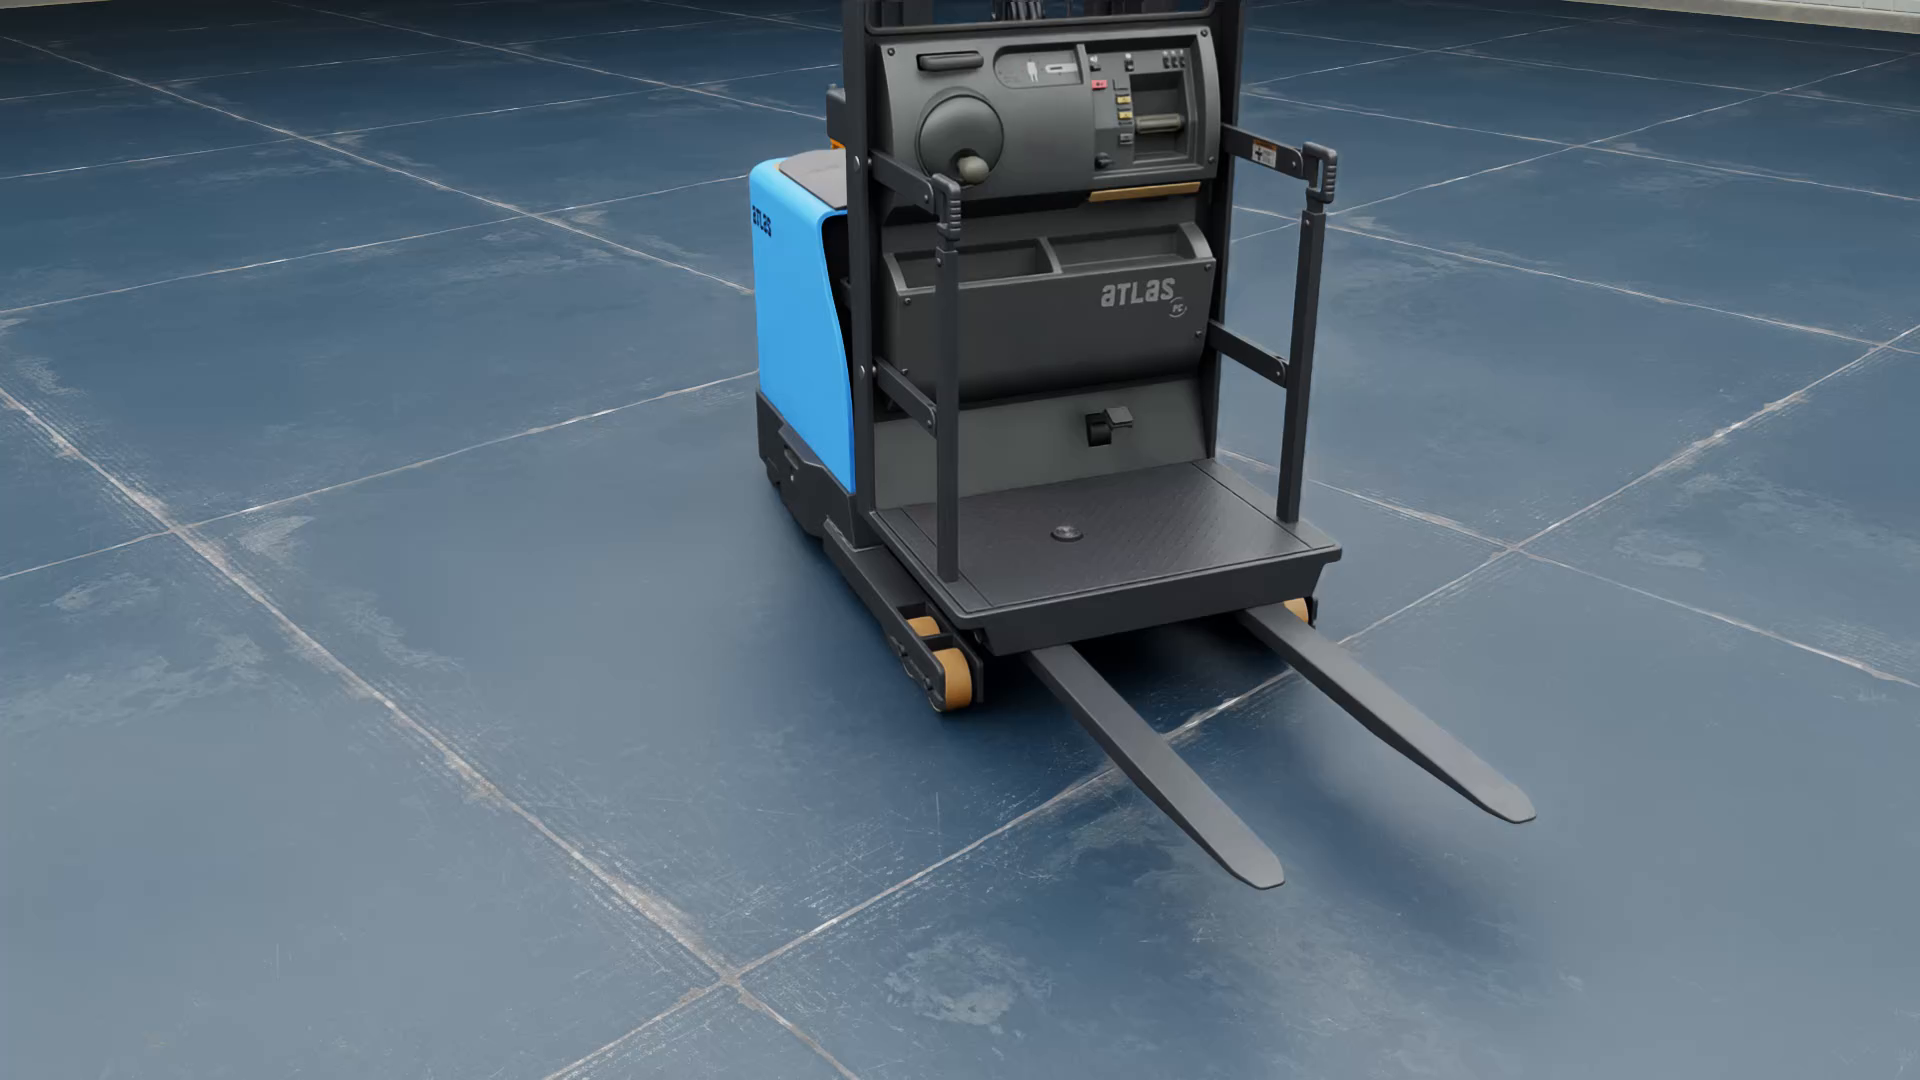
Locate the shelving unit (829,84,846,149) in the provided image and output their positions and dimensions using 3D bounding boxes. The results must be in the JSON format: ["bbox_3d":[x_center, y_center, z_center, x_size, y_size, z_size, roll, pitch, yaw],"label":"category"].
[{"bbox_3d":[-0.260,-0.999,5.993,0.258,1.200,0.503,-9,26,-20],"label":"shelving unit"}]

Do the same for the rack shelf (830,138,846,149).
[{"bbox_3d":[-0.260,-1.356,5.830,0.258,0.148,0.480,-9,26,-20],"label":"rack shelf"}]

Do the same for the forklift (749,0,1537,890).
[{"bbox_3d":[0.328,-1.088,4.104,1.130,2.935,3.031,-9,26,-20],"label":"forklift"}]

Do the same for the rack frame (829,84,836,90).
[{"bbox_3d":[-0.351,-1.093,6.199,0.240,1.200,0.015,-9,26,-20],"label":"rack frame"}]
